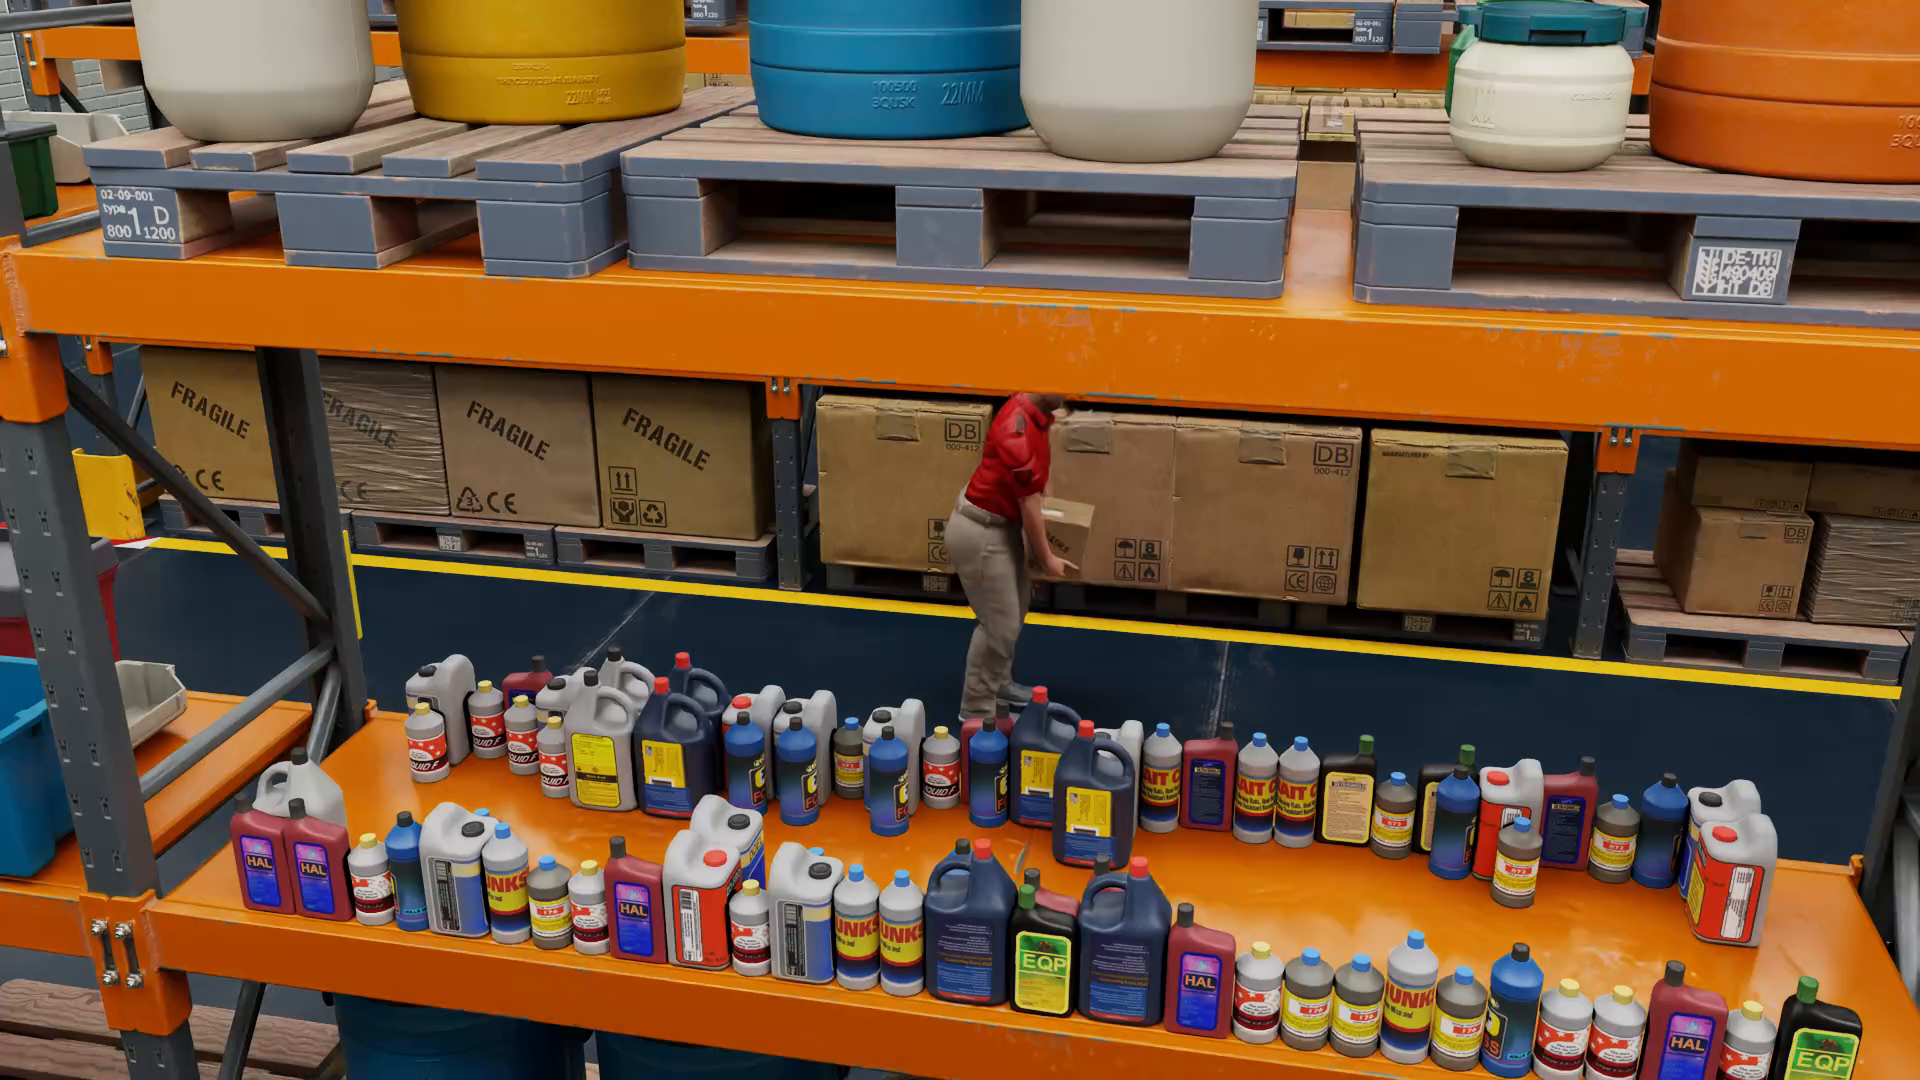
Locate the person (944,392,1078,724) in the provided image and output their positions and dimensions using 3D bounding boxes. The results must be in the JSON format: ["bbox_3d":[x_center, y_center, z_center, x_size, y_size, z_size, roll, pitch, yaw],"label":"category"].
[{"bbox_3d":[0.237,-0.007,7.198,0.585,1.685,0.477,3,22,8],"label":"person"}]
